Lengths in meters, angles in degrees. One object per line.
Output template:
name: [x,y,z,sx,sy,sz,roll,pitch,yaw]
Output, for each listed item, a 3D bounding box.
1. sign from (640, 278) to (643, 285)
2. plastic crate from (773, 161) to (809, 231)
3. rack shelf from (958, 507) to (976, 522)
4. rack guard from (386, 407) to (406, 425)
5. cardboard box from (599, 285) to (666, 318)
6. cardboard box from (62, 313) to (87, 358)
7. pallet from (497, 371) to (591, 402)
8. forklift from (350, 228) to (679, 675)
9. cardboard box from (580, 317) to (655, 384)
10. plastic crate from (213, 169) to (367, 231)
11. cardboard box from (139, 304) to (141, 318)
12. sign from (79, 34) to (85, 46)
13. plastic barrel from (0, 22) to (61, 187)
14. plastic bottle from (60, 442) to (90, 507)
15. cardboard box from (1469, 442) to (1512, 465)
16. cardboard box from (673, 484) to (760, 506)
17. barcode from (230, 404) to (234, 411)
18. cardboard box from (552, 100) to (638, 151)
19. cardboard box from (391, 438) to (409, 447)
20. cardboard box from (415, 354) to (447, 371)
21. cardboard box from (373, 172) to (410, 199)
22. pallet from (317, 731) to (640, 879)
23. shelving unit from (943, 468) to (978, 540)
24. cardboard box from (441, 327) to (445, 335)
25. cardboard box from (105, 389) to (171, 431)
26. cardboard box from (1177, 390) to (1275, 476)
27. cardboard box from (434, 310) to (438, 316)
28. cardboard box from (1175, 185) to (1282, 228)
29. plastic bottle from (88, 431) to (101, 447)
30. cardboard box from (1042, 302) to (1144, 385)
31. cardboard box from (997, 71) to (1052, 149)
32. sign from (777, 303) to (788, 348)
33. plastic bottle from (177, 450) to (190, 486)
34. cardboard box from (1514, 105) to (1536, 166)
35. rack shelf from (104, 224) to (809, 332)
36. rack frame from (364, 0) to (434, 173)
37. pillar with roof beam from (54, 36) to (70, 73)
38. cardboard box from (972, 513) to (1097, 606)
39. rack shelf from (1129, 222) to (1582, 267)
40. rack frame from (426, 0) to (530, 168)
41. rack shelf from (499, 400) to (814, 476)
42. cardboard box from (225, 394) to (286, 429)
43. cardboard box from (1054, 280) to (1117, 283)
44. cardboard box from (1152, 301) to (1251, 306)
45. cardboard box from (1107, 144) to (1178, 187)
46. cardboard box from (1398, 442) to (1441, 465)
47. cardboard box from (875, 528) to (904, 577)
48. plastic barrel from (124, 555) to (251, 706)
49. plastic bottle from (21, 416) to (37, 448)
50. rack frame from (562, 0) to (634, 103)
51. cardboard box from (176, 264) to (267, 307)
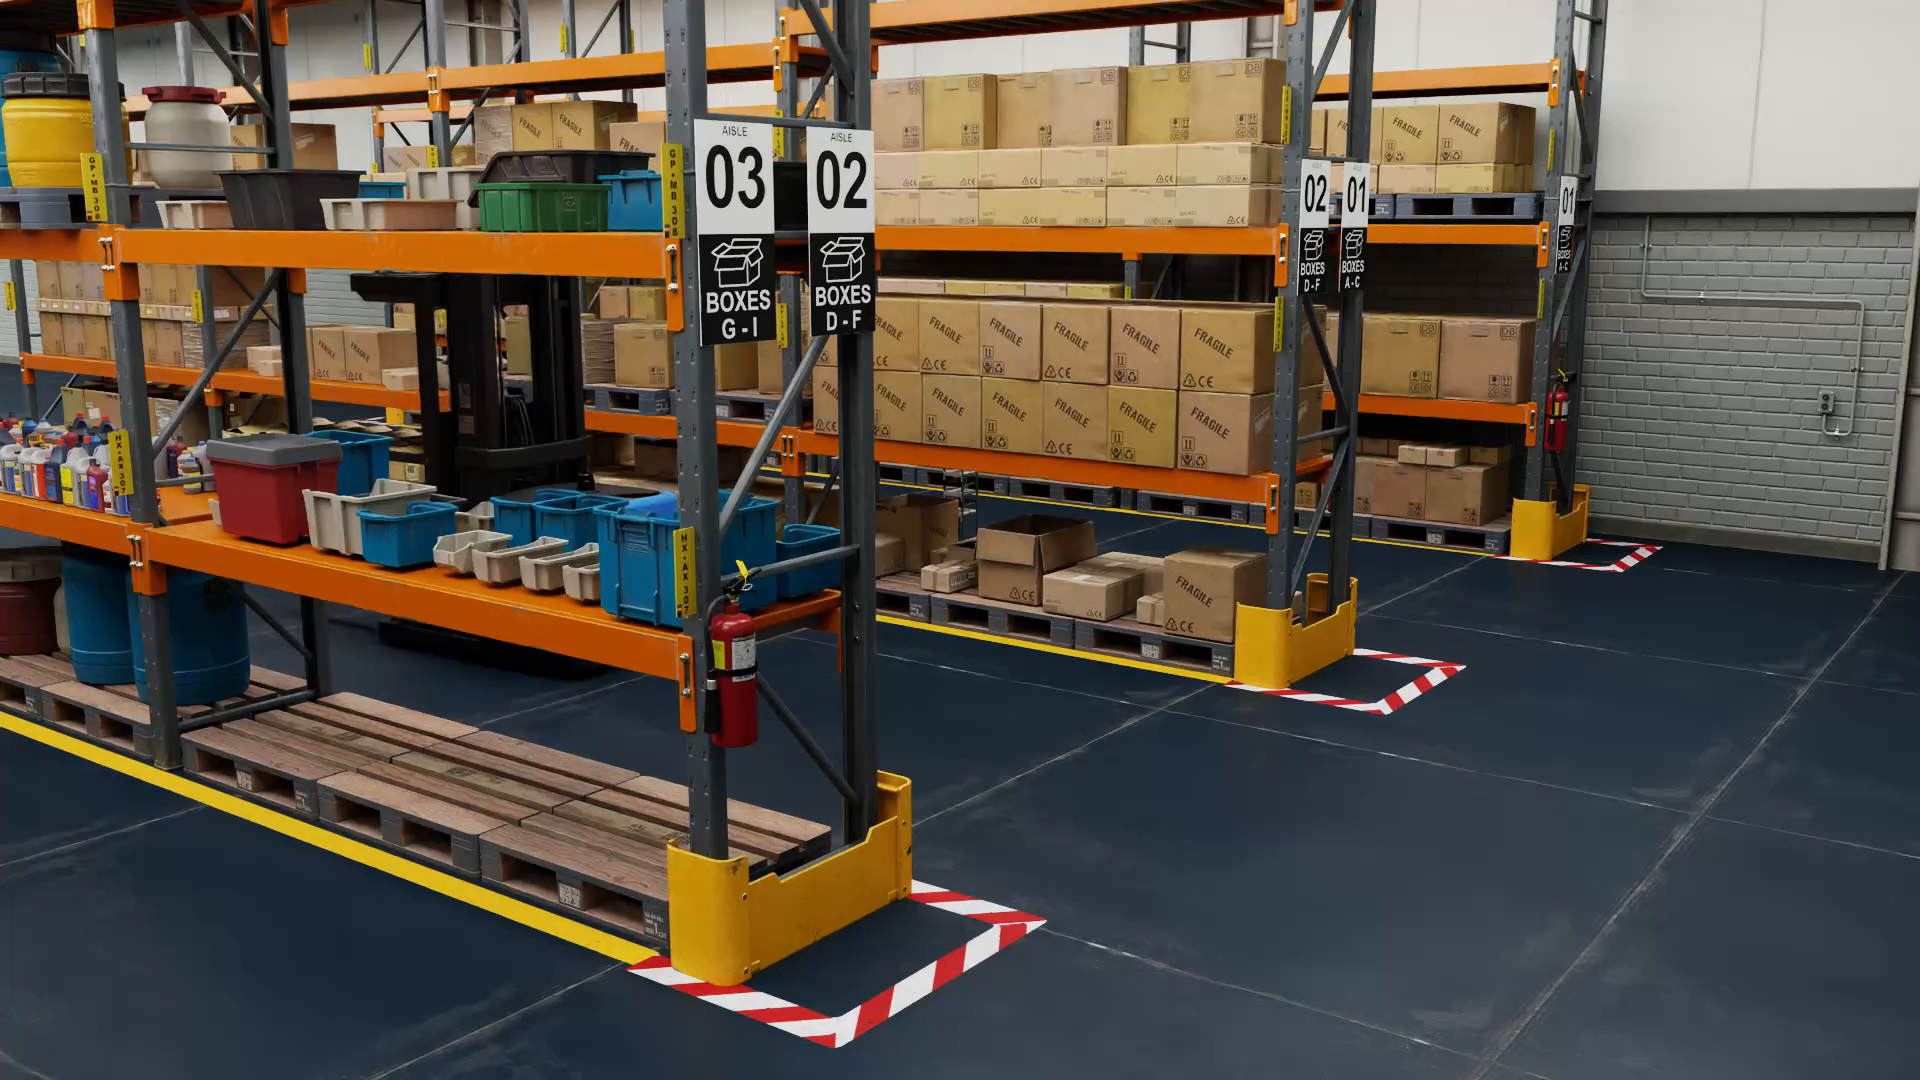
sign: [-4.175,-3.406,21.692,0.005,0.325,0.100,8,13,36]
plastic crate: [-0.838,-1.381,6.719,0.590,0.269,0.497,8,13,36]
rack shelf: [0.007,-0.231,14.980,0.200,0.077,0.258,8,13,36]
rack guard: [-7.664,-1.966,23.878,0.348,0.500,1.175,8,13,36]
cardboard box: [-4.111,-2.955,20.986,0.500,0.500,0.700,8,14,36]
cardboard box: [-9.859,-2.380,19.170,0.500,0.500,0.700,8,14,37]
pallet: [-3.618,-1.384,14.794,1.003,0.211,1.213,8,13,36]
forklift: [-3.361,-0.781,11.350,3.031,2.935,1.130,7,13,33]
cardboard box: [-3.008,-1.614,14.105,0.700,0.500,0.500,-10,15,-42]
plastic crate: [-3.078,-1.563,7.660,0.590,0.269,0.497,8,13,36]
cardboard box: [-8.799,-2.502,18.095,0.250,0.149,0.380,8,14,37]
sign: [-10.321,-5.968,19.518,0.005,0.325,0.100,8,13,36]
plastic barrel: [-5.383,-2.430,9.370,0.708,0.901,0.600,8,13,36]
plastic bottle: [-4.852,-0.365,9.151,0.185,0.351,0.144,8,13,36]
cardboard box: [4.767,-0.781,14.936,0.250,0.149,0.380,8,14,36]
cardboard box: [-1.943,-0.152,13.339,0.500,0.500,0.500,8,14,36]
barcode: [-7.471,-1.361,17.065,0.075,0.075,0.001,8,13,36]
cardboard box: [-3.036,-3.392,13.873,0.500,0.500,0.500,8,13,36]
cardboard box: [-5.602,-0.811,15.984,0.500,0.311,0.500,8,13,35]
cardboard box: [-4.812,-1.631,15.795,0.500,0.311,0.500,8,13,35]
cardboard box: [-5.038,-3.248,15.313,0.500,0.250,0.500,8,14,37]
pallet: [-2.314,1.246,8.031,1.213,0.211,1.003,8,13,36]
shelving unit: [0.007,-0.441,14.940,0.210,0.900,0.258,8,13,36]
cardboard box: [-6.686,-2.921,22.571,0.500,0.250,0.500,8,13,35]
cardboard box: [-9.146,-1.404,18.551,0.500,0.500,0.500,8,13,36]
cardboard box: [1.720,-0.702,10.500,0.500,0.500,0.500,8,14,37]
cardboard box: [-7.126,-3.350,22.816,0.500,0.500,0.500,8,14,36]
cardboard box: [1.672,-2.061,10.284,0.500,0.250,0.500,8,13,36]
plastic bottle: [-5.317,-0.531,10.215,0.097,0.271,0.097,0,11,0]
cardboard box: [0.892,-1.307,10.992,0.500,0.500,0.500,8,14,37]
cardboard box: [0.651,-2.892,11.289,0.500,0.500,0.700,8,13,36]
sign: [-1.308,-1.577,12.238,0.005,0.325,0.100,8,13,36]
plastic bottle: [-4.594,-0.430,9.876,0.097,0.201,0.097,0,11,0]
cardboard box: [4.726,-3.545,14.611,0.500,0.500,0.500,7,13,33]
rack shelf: [-2.305,-1.231,7.493,4.000,0.370,1.077,8,13,36]
rack frame: [-7.725,-6.148,23.115,0.127,3.000,1.000,8,13,36]
pillar with roof beam: [-18.869,-6.891,26.960,0.548,9.000,9.100,8,13,36]
cardboard box: [0.535,0.126,11.897,0.637,0.503,0.797,8,13,36]
rack shelf: [3.559,-2.748,15.332,4.000,0.370,1.077,8,13,36]
rack frame: [-4.206,-4.489,14.544,0.127,3.000,1.000,8,13,36]
rack shelf: [-2.594,-0.966,14.020,4.000,0.370,1.077,8,13,36]
cardboard box: [-7.619,-1.318,18.106,0.500,0.500,0.500,8,13,36]
cardboard box: [1.305,-2.576,17.373,0.500,0.250,0.500,8,14,36]
cardboard box: [1.615,-1.332,11.124,0.500,0.500,0.500,8,14,36]
cardboard box: [1.274,-2.364,10.534,0.500,0.250,0.500,8,13,36]
cardboard box: [4.130,-0.779,14.929,0.250,0.149,0.380,8,14,37]
cardboard box: [-0.772,0.090,12.588,0.500,0.311,0.500,8,13,36]
plastic barrel: [-4.345,0.424,9.361,0.708,0.901,0.600,8,13,36]
plastic bottle: [-6.137,-0.679,10.982,0.097,0.271,0.097,0,11,0]
rack frame: [-4.501,-5.698,20.791,0.127,3.000,1.000,8,13,36]
cardboard box: [-7.791,-2.729,17.558,0.500,0.500,0.700,8,14,36]
